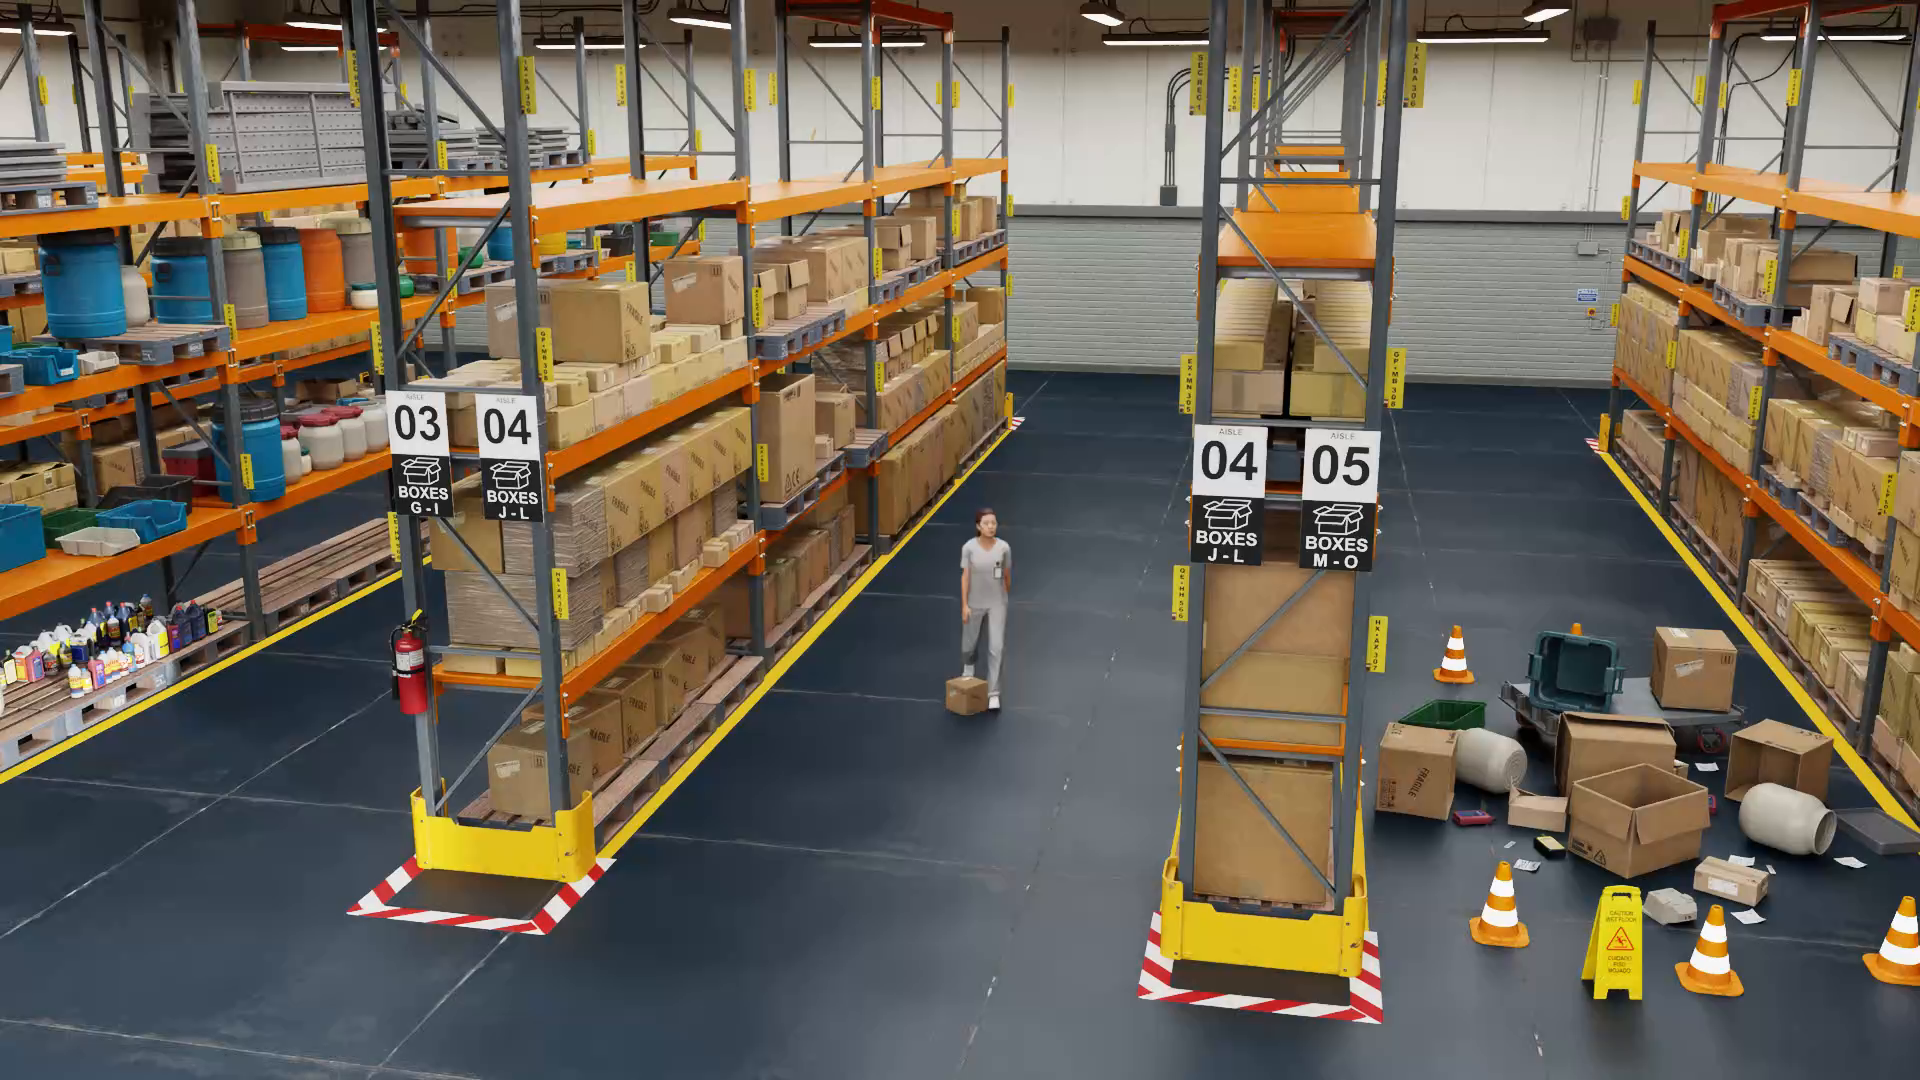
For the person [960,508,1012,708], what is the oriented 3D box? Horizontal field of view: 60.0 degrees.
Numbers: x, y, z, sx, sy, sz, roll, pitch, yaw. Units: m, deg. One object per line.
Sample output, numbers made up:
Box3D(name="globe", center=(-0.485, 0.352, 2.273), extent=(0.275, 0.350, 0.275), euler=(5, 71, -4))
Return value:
Box3D(name="person", center=(0.219, 0.530, 13.938), extent=(0.432, 1.649, 0.748), euler=(0, 15, -1))
